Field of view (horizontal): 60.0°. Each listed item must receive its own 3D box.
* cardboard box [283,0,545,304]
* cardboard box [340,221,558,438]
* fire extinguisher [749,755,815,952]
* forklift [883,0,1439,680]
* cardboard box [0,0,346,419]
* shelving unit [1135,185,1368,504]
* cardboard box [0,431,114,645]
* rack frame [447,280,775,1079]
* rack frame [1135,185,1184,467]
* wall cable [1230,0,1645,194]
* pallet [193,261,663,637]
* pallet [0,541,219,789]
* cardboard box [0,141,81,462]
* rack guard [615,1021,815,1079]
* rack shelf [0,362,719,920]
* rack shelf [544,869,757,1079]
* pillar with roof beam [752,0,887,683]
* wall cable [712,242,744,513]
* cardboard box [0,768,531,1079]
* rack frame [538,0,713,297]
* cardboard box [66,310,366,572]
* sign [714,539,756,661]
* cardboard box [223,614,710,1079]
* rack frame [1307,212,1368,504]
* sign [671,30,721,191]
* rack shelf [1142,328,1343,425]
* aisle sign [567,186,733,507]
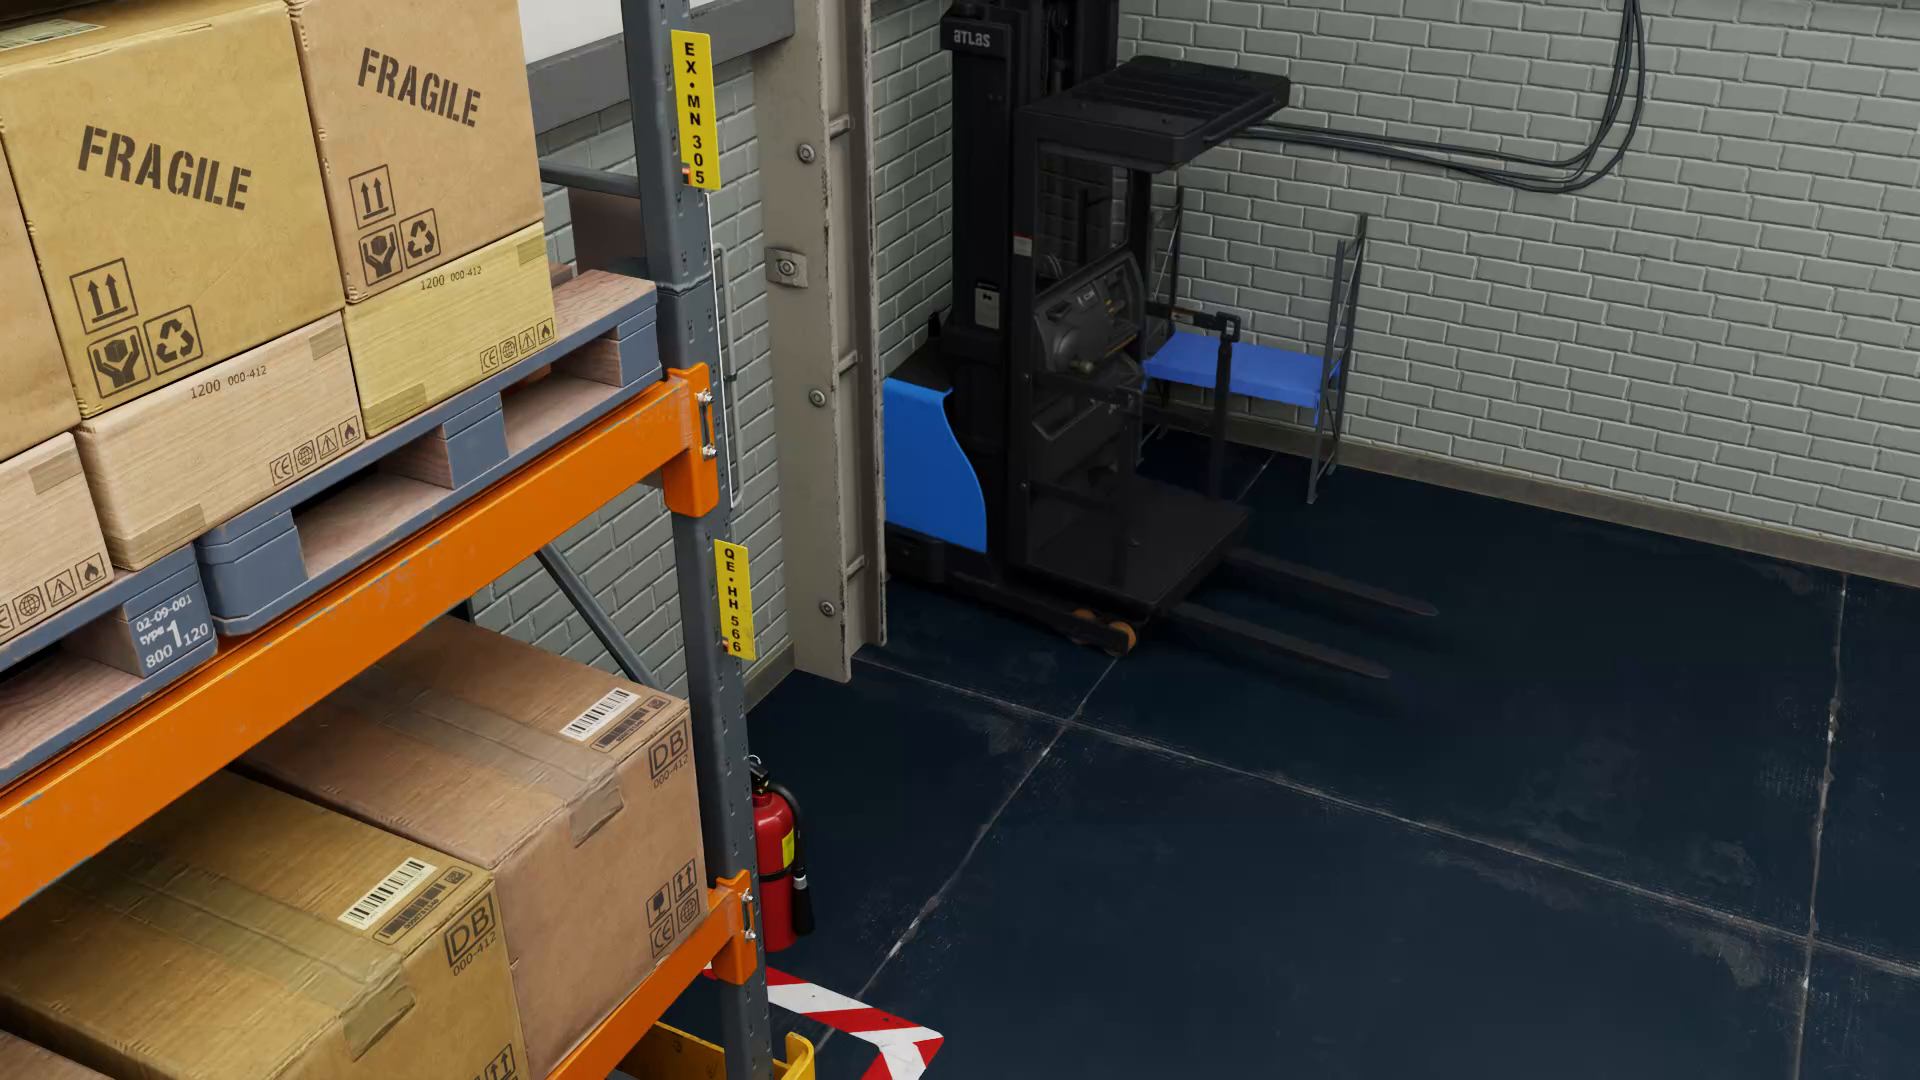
[{"bbox_3d":[-1.121,-0.775,2.951,0.500,0.500,0.500,14,33,23],"label":"cardboard box"},{"bbox_3d":[-1.128,-0.451,3.140,0.500,0.250,0.500,15,33,25],"label":"cardboard box"},{"bbox_3d":[-0.551,0.858,4.696,0.296,0.674,0.183,14,33,23],"label":"fire extinguisher"},{"bbox_3d":[0.779,-1.025,7.591,3.031,2.935,1.130,18,34,28],"label":"forklift"},{"bbox_3d":[-1.359,-0.556,2.569,0.500,0.500,0.500,15,33,25],"label":"cardboard box"},{"bbox_3d":[1.564,-1.071,9.108,1.048,1.500,0.538,14,33,22],"label":"shelving unit"},{"bbox_3d":[-1.597,0.012,2.334,0.500,0.250,0.500,13,32,22],"label":"cardboard box"},{"bbox_3d":[-1.031,0.625,4.649,1.000,3.000,0.127,14,33,23],"label":"rack frame"},{"bbox_3d":[1.108,-1.182,9.302,0.032,1.500,0.500,14,33,22],"label":"rack frame"},{"bbox_3d":[1.864,-3.056,8.154,3.097,2.526,0.112,14,33,23],"label":"wall cable"},{"bbox_3d":[-1.360,-0.306,3.348,1.003,0.211,1.213,14,33,23],"label":"pallet"},{"bbox_3d":[-1.914,0.237,2.402,1.003,0.211,1.213,14,33,23],"label":"pallet"},{"bbox_3d":[-1.589,-0.322,2.163,0.500,0.500,0.500,13,32,21],"label":"cardboard box"},{"bbox_3d":[-1.020,1.698,5.290,1.175,0.500,0.348,14,33,23],"label":"rack guard"},{"bbox_3d":[-1.942,0.523,2.538,1.077,0.370,4.000,14,33,23],"label":"rack shelf"},{"bbox_3d":[-1.942,1.824,3.285,1.077,0.370,4.000,14,33,23],"label":"rack shelf"},{"bbox_3d":[3.261,-2.393,3.881,9.100,9.000,0.400,14,33,23],"label":"pillar with roof beam"},{"bbox_3d":[-1.290,-0.598,5.759,0.084,1.984,1.851,14,33,23],"label":"wall cable"},{"bbox_3d":[-1.576,1.048,3.611,0.980,0.700,0.700,14,33,23],"label":"cardboard box"},{"bbox_3d":[-1.031,-1.976,3.155,1.000,3.000,0.127,14,33,23],"label":"rack frame"},{"bbox_3d":[-1.364,-0.220,2.738,0.500,0.250,0.500,13,32,21],"label":"cardboard box"},{"bbox_3d":[-0.554,0.150,4.077,0.100,0.325,0.005,14,33,23],"label":"sign"},{"bbox_3d":[-1.254,0.723,4.177,0.980,0.700,0.700,16,33,25],"label":"cardboard box"},{"bbox_3d":[2.021,-0.959,8.914,0.032,1.500,0.500,14,33,22],"label":"rack frame"},{"bbox_3d":[-0.554,-0.896,3.476,0.100,0.325,0.005,14,33,23],"label":"sign"},{"bbox_3d":[1.564,-0.915,9.198,1.000,0.185,0.538,14,33,22],"label":"rack shelf"},{"bbox_3d":[-0.731,-0.466,3.939,0.394,0.787,0.004,14,33,23],"label":"aisle sign"}]
